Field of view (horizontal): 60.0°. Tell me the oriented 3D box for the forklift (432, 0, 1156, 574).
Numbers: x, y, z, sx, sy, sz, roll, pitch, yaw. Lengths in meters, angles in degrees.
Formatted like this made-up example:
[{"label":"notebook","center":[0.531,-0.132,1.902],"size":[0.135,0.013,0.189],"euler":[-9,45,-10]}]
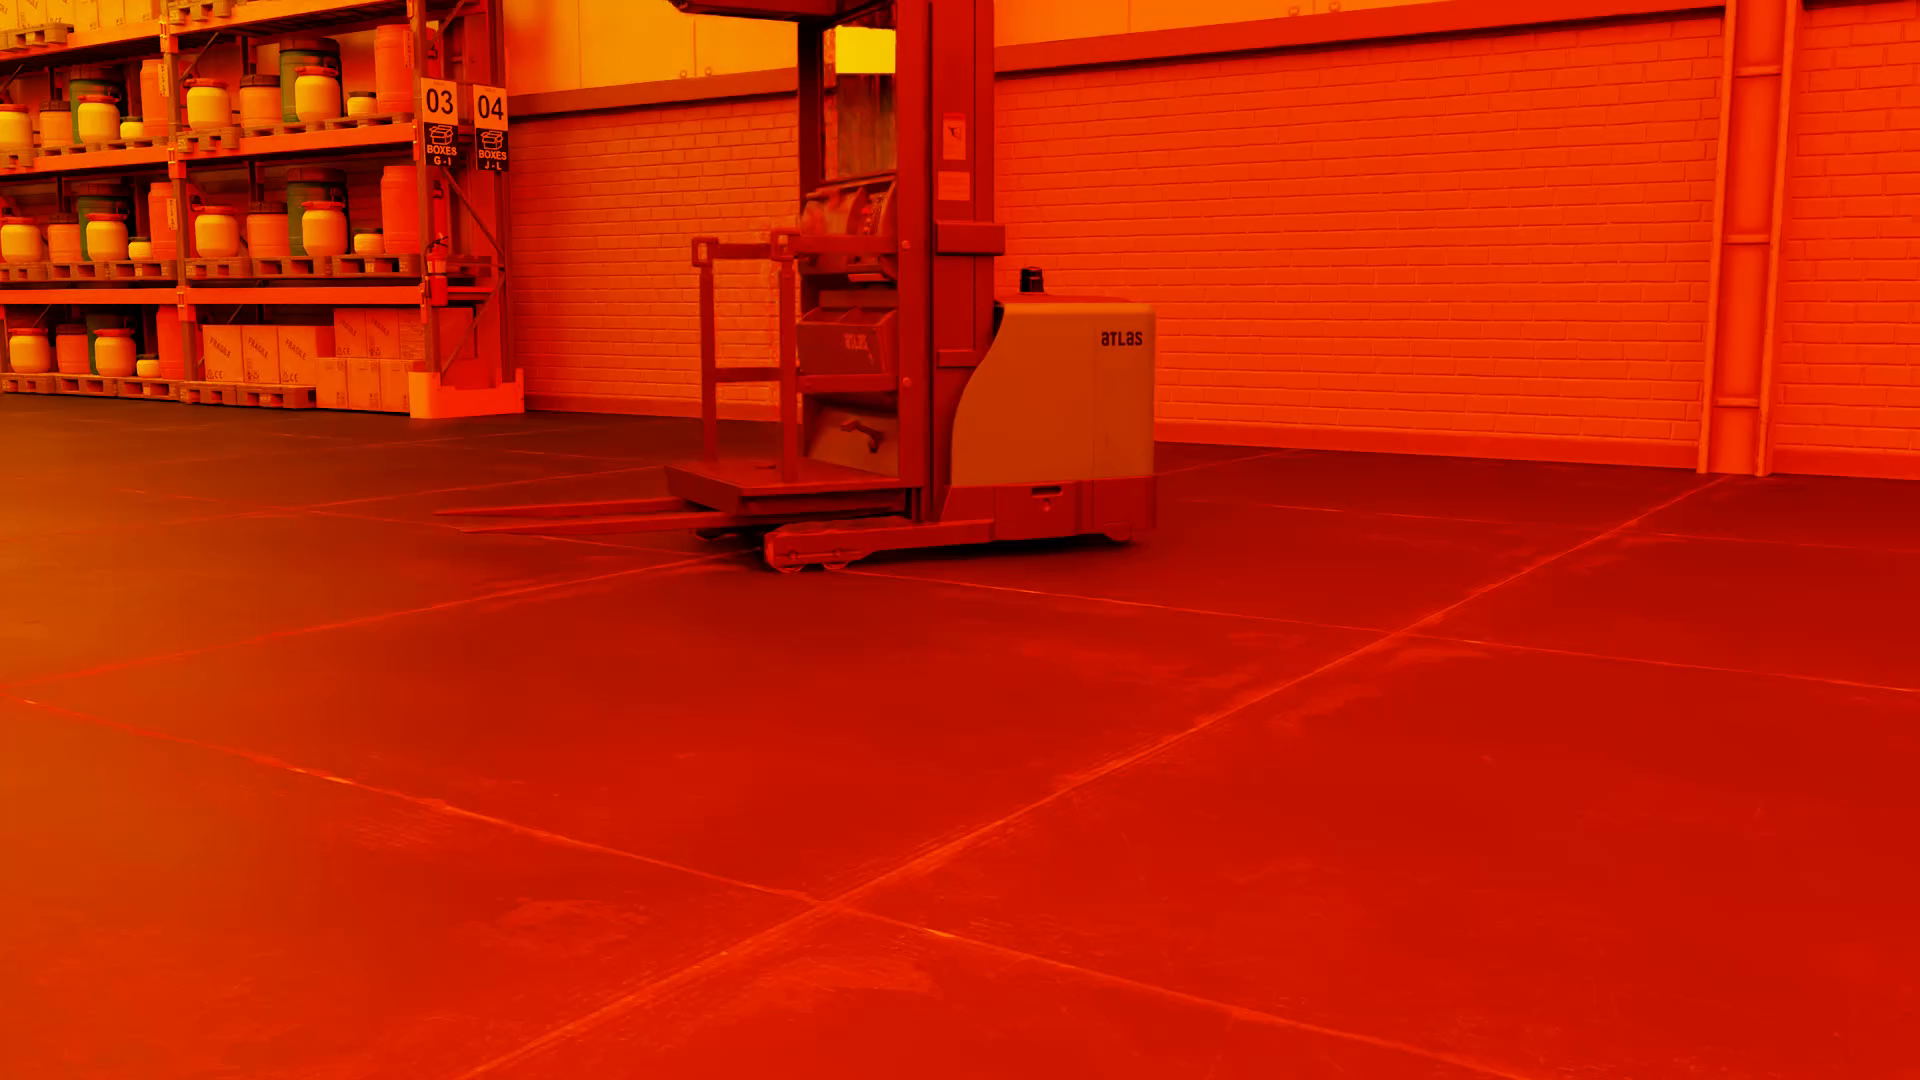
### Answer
[{"label":"forklift","center":[-0.670,-1.401,7.042],"size":[3.031,2.935,1.130],"euler":[-4,9,-27]}]
